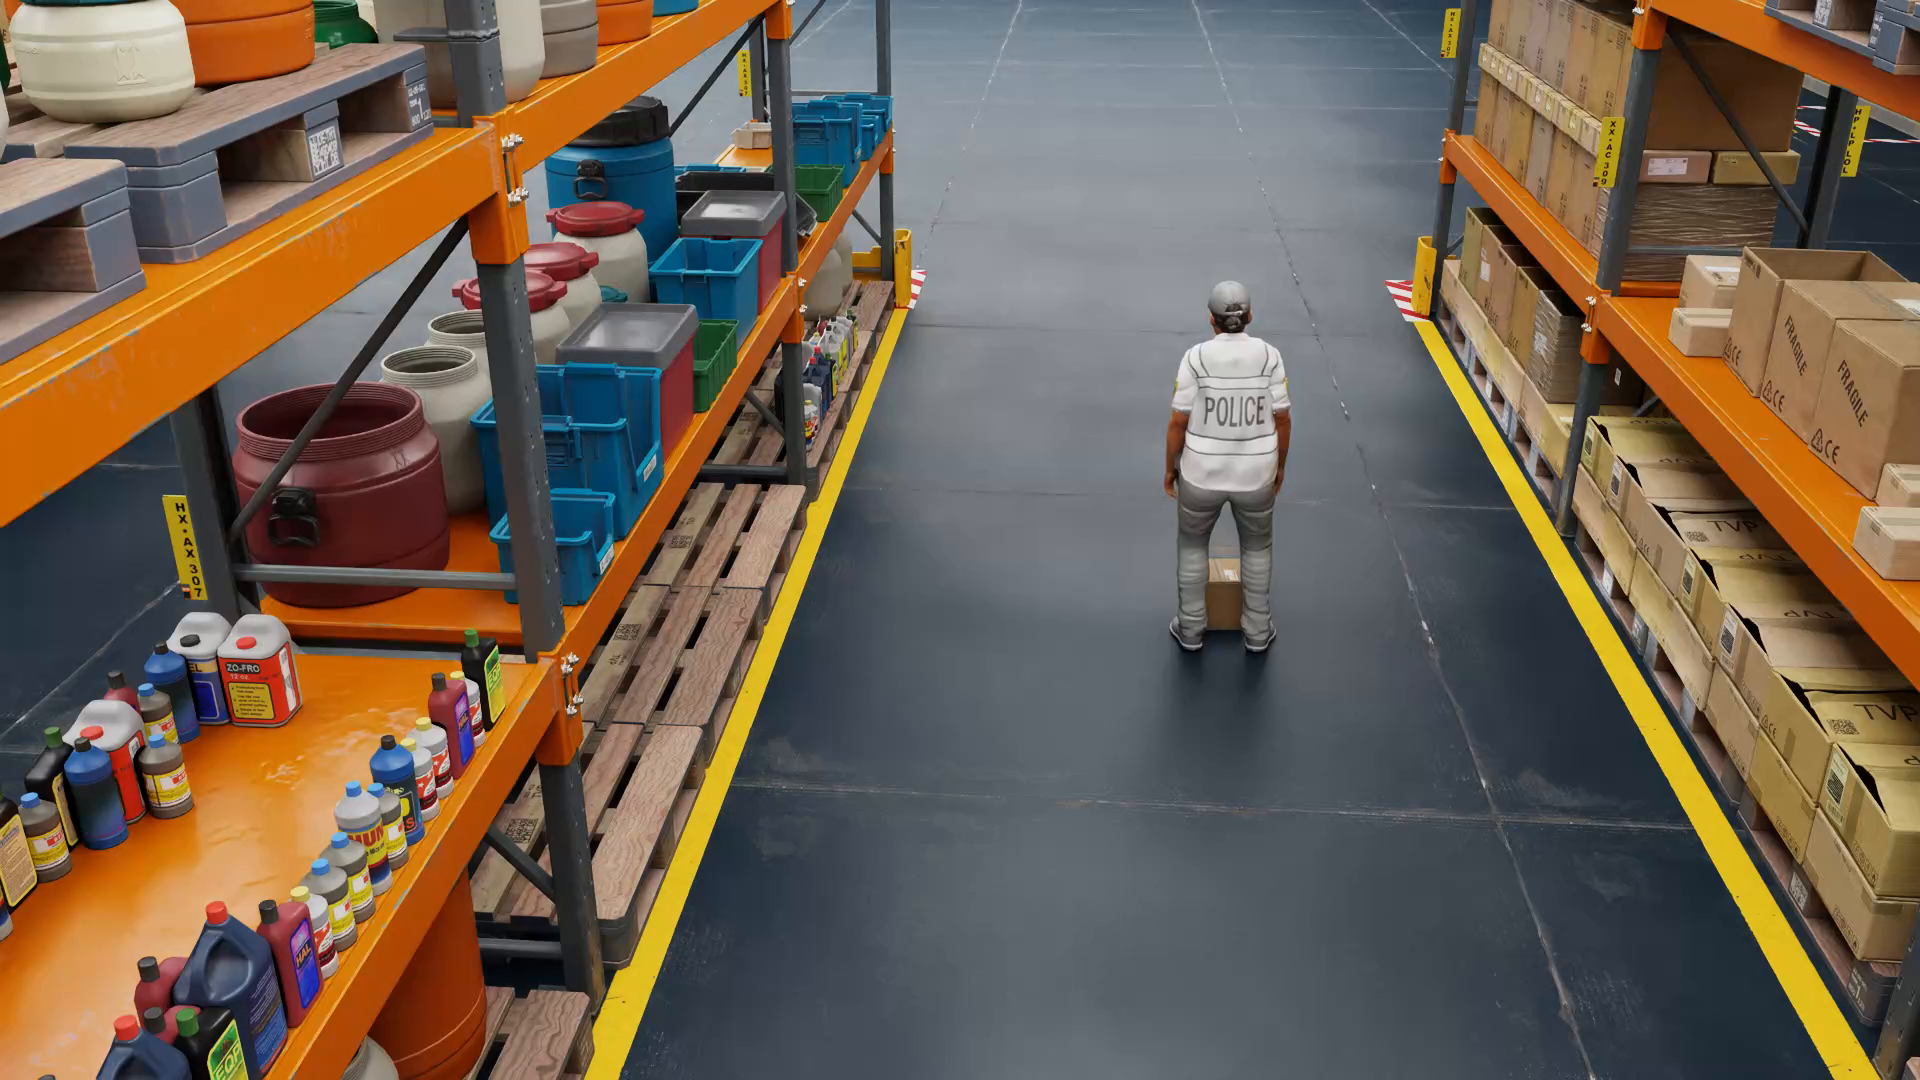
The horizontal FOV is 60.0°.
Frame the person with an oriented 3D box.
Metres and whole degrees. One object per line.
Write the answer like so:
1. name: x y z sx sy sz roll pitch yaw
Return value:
1. person: 1.170 -0.300 7.250 0.564 1.667 0.465 1 25 1
